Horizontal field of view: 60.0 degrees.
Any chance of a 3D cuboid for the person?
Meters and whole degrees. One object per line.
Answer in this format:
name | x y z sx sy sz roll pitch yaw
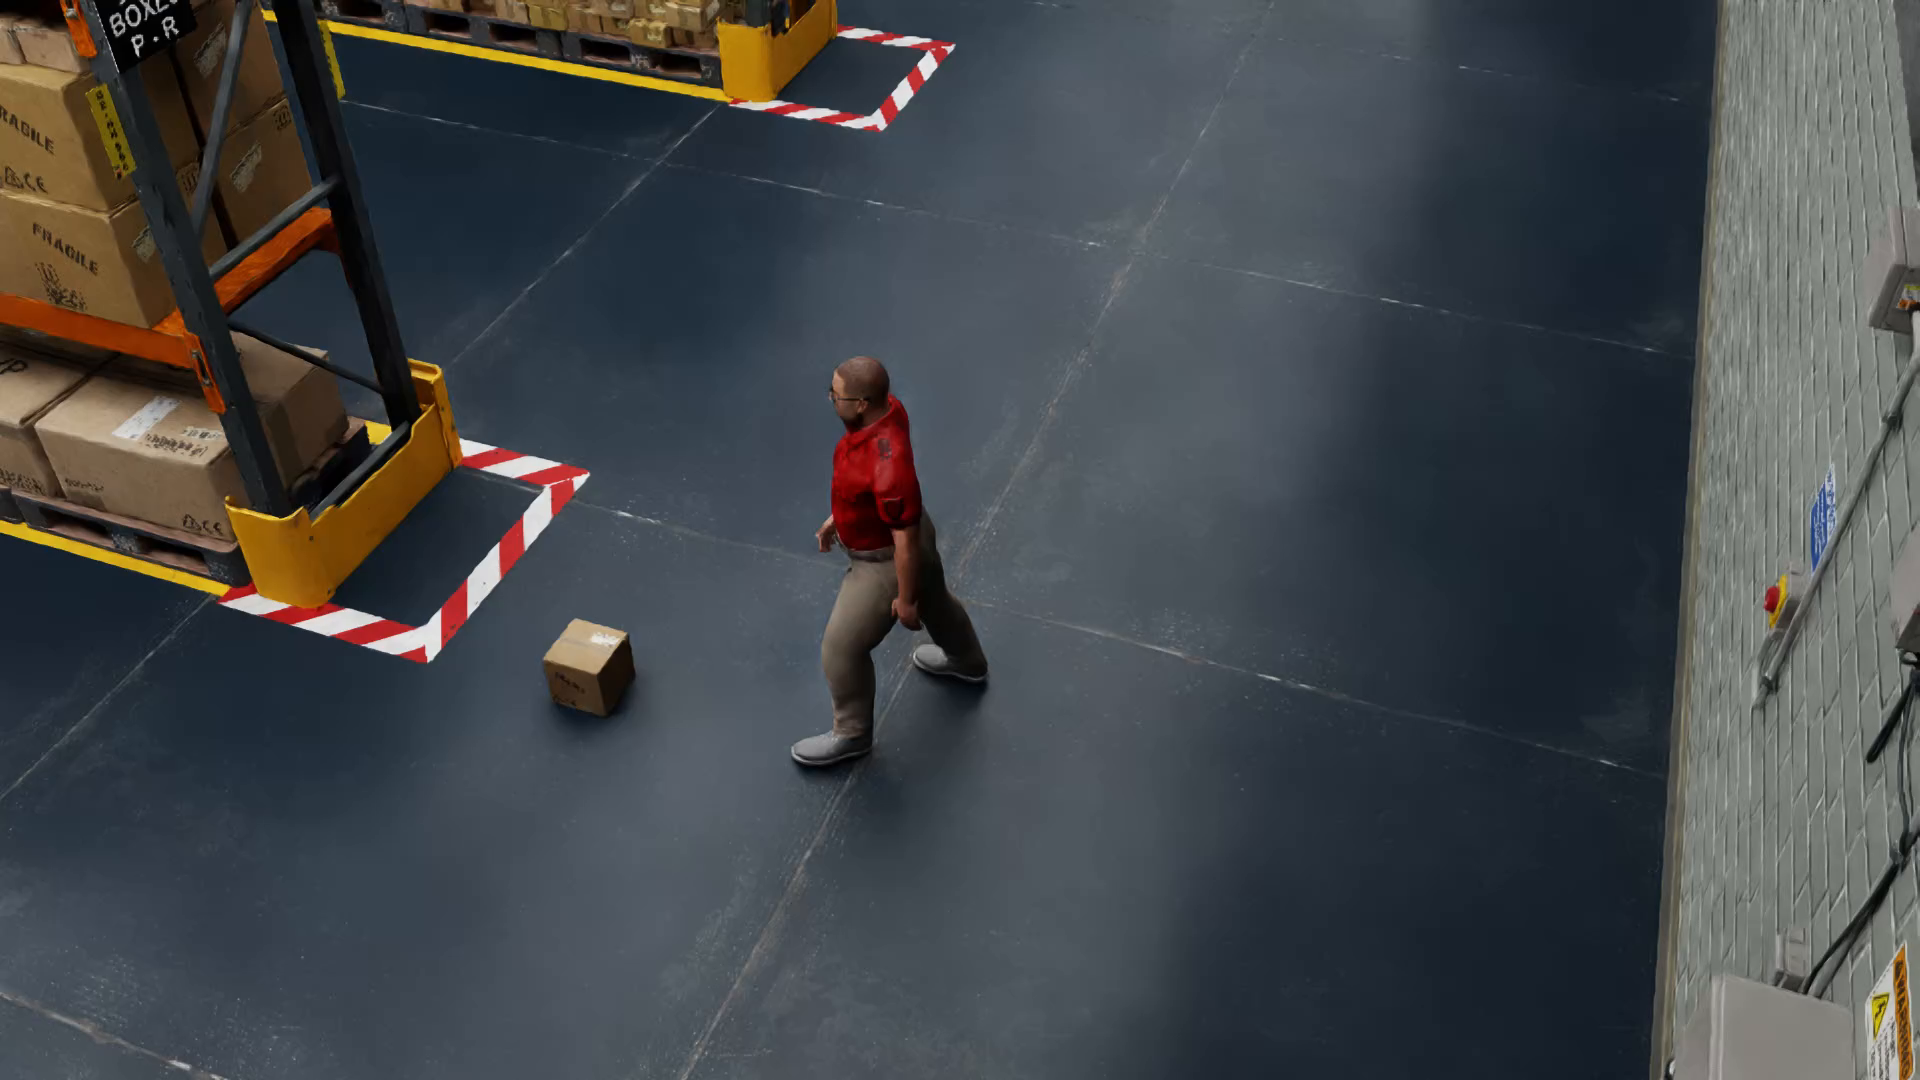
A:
person | -0.270 0.047 6.136 0.789 1.679 0.632 -1 41 -1
